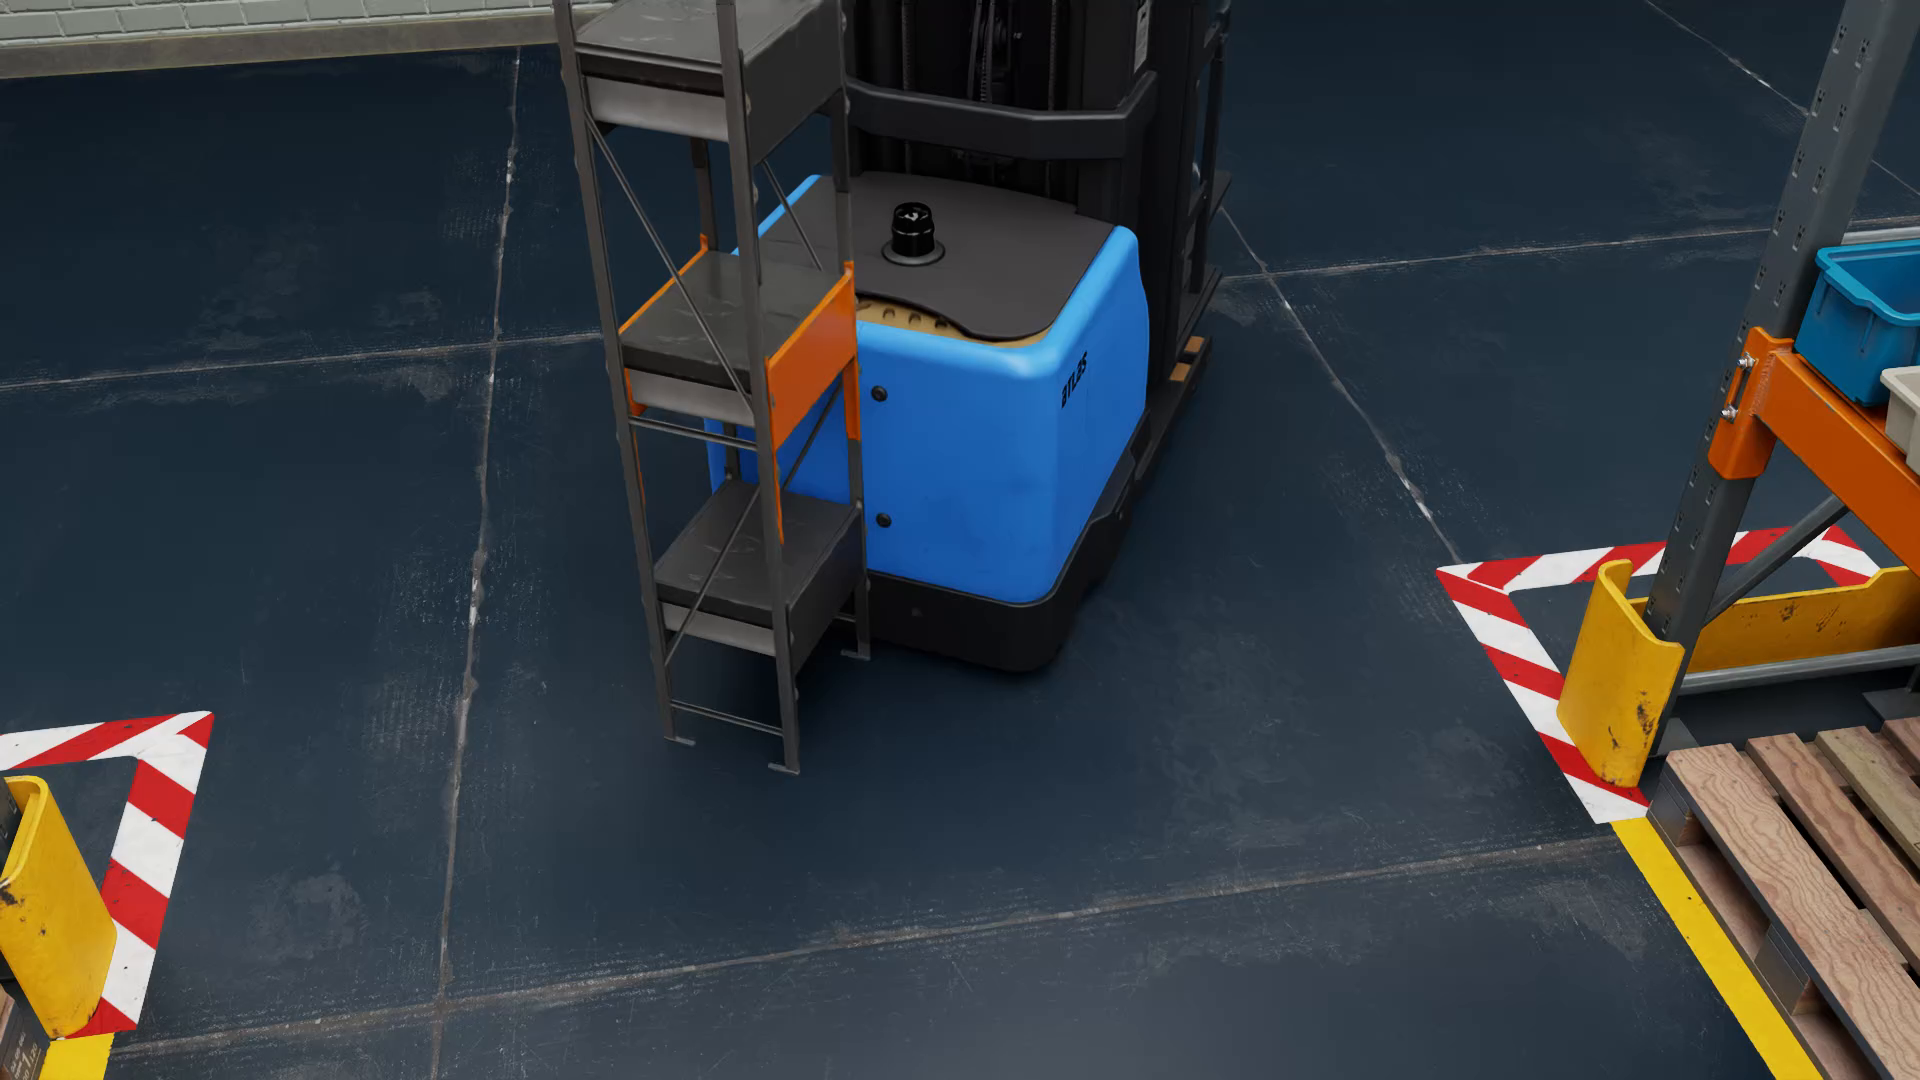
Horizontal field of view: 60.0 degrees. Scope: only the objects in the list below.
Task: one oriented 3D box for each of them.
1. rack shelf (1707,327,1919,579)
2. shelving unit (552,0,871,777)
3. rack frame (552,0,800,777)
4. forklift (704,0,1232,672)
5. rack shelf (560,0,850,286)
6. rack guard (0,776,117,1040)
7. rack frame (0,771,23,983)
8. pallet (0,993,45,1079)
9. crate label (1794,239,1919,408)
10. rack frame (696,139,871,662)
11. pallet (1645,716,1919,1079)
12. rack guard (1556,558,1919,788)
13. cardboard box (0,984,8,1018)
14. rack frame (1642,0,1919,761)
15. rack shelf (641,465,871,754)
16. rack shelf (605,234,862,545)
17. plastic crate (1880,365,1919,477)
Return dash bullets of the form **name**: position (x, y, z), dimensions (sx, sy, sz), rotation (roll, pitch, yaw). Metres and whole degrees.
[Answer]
- **rack shelf**: position (2.622, 0.818, 2.339), dimensions (1.077, 0.370, 4.000), rotation (-6, 38, -8)
- **shelving unit**: position (-0.532, -0.384, 4.032), dimensions (0.431, 2.100, 0.503), rotation (13, 40, 16)
- **rack frame**: position (-0.617, -0.243, 3.852), dimensions (0.400, 2.100, 0.015), rotation (13, 40, 16)
- **forklift**: position (0.265, -1.695, 5.042), dimensions (1.130, 2.935, 3.031), rotation (13, 40, 16)
- **rack shelf**: position (-0.532, -0.926, 3.611), dimensions (0.431, 0.518, 0.480), rotation (13, 40, 16)
- **rack guard**: position (-2.593, 0.889, 3.698), dimensions (1.175, 0.500, 0.348), rotation (-6, 38, -8)
- **rack frame**: position (-2.606, -0.144, 2.990), dimensions (1.000, 3.000, 0.127), rotation (-6, 38, -8)
- **pallet**: position (-2.452, 1.485, 3.167), dimensions (1.003, 0.211, 1.213), rotation (-6, 38, -8)
- **crate label**: position (1.990, -0.447, 3.468), dimensions (0.416, 0.233, 0.303), rotation (-6, 38, -8)
- **rack frame**: position (-0.447, -0.524, 4.213), dimensions (0.400, 2.100, 0.015), rotation (13, 40, 16)
- **pallet**: position (2.377, 0.929, 3.882), dimensions (1.003, 0.211, 1.213), rotation (-6, 38, -8)
- **rack guard**: position (2.254, 0.300, 4.457), dimensions (1.175, 0.500, 0.348), rotation (-6, 38, -8)
- **cardboard box**: position (-2.269, 0.972, 3.233), dimensions (0.500, 0.500, 0.500), rotation (-6, 38, -8)
- **rack frame**: position (2.271, -0.674, 3.673), dimensions (1.000, 3.000, 0.127), rotation (-6, 38, -8)
- **rack shelf**: position (-0.532, 0.180, 4.470), dimensions (0.431, 0.518, 0.480), rotation (13, 40, 16)
- **rack shelf**: position (-0.532, -0.373, 4.041), dimensions (0.431, 0.518, 0.480), rotation (13, 40, 16)
- **plastic crate**: position (1.965, -0.207, 3.237), dimensions (0.250, 0.136, 0.298), rotation (-6, 38, -8)
